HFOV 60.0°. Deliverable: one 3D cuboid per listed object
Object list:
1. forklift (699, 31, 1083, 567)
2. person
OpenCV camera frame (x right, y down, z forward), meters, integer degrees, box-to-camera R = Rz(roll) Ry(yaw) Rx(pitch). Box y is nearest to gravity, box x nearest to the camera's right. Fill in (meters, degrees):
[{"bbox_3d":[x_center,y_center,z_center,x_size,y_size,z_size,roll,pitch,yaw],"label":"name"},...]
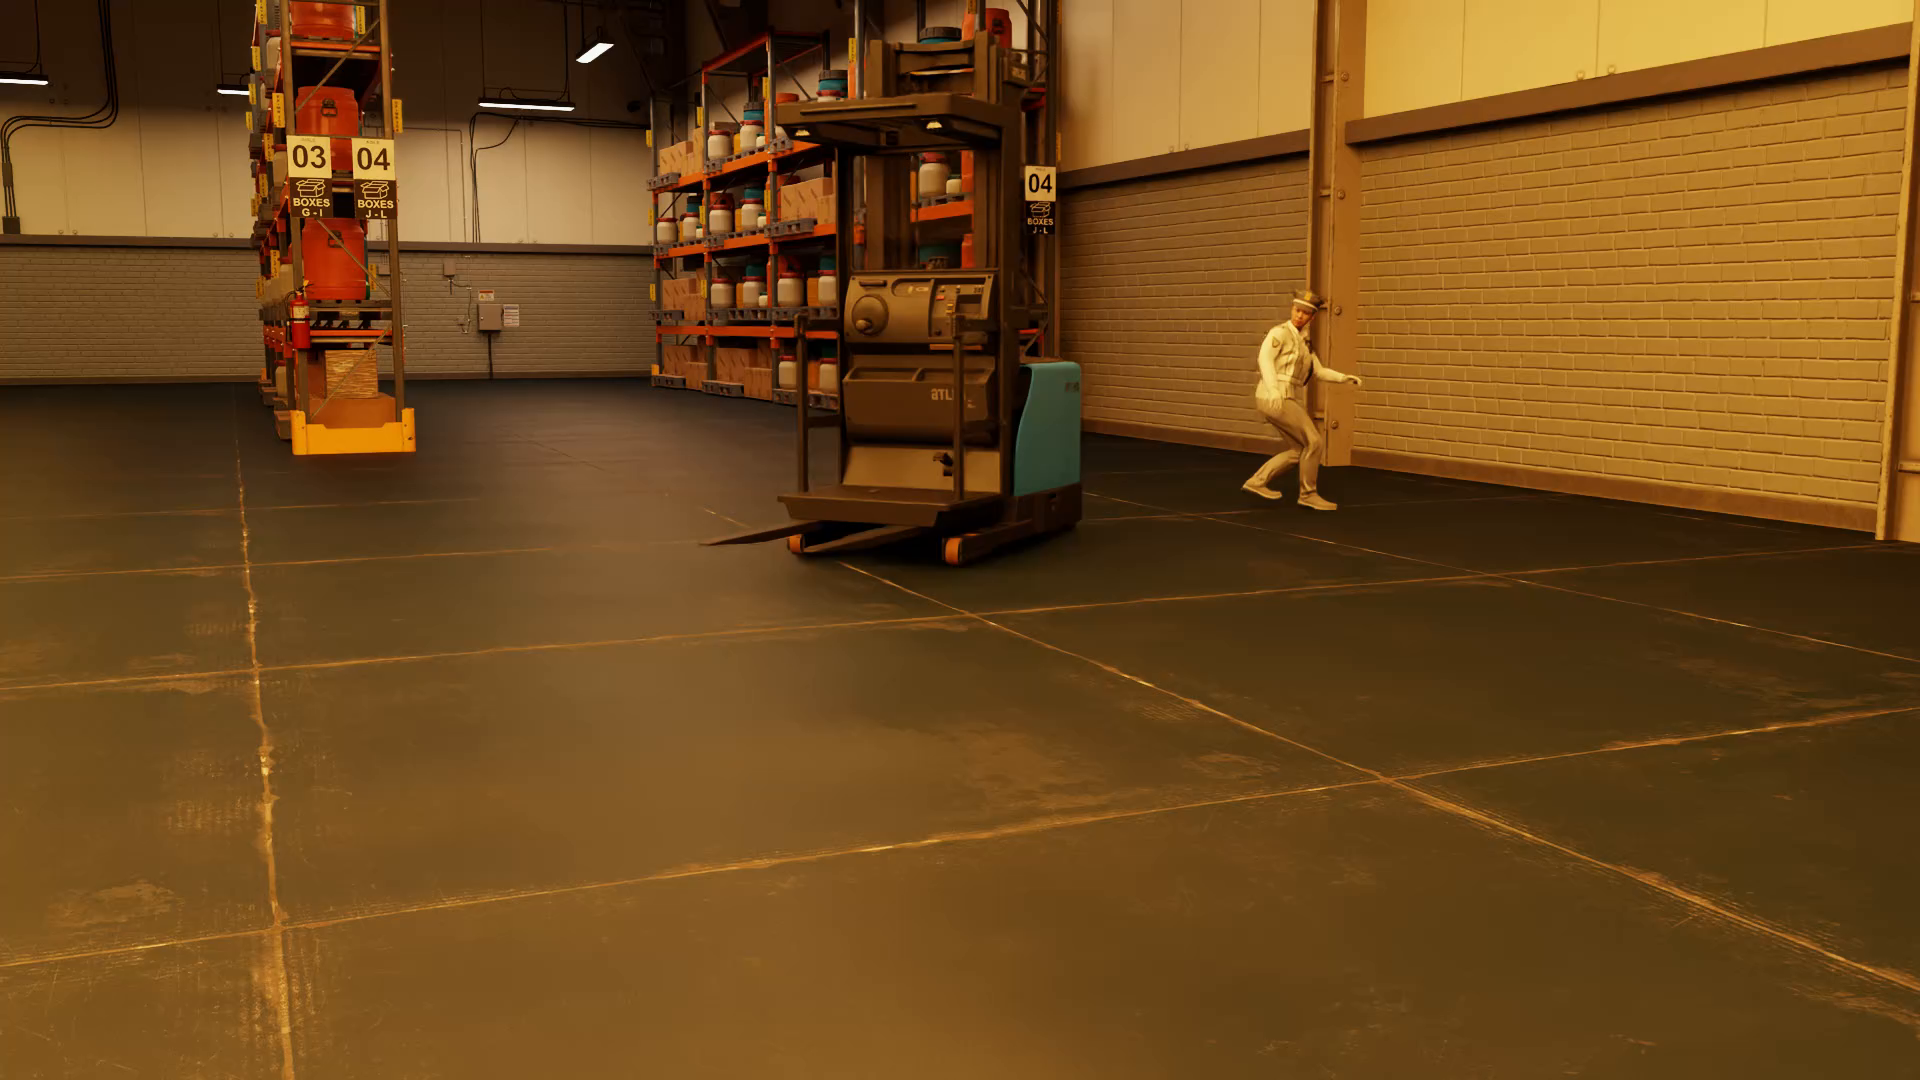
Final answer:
[{"bbox_3d":[-0.332,-1.371,9.341,1.130,2.935,3.031,4,8,26],"label":"forklift"},{"bbox_3d":[2.388,-0.974,11.681,0.802,1.551,0.814,3,8,21],"label":"person"}]
